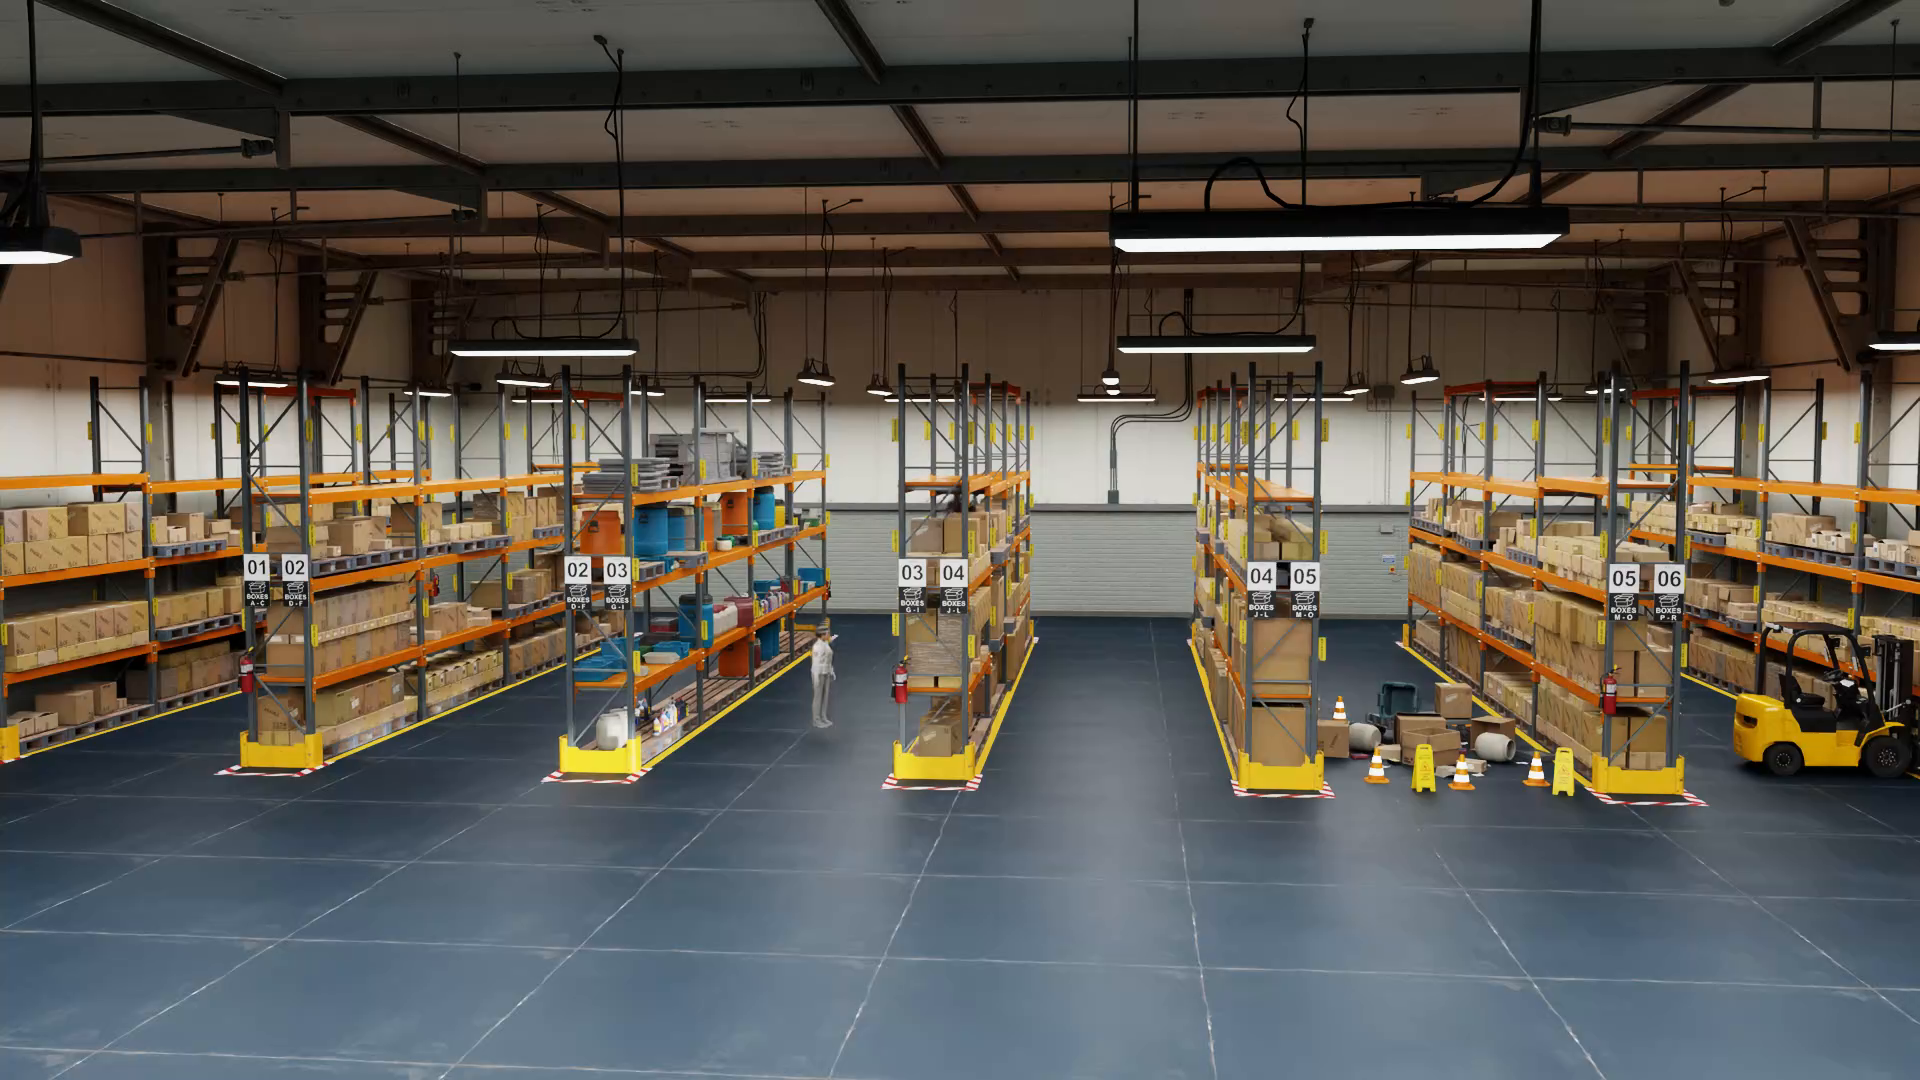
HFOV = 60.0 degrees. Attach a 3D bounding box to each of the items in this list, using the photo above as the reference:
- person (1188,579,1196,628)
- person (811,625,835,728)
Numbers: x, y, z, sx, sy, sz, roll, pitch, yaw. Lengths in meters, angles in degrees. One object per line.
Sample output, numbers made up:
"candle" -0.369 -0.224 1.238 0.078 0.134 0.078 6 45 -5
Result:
"person" 6.139 1.485 42.021 0.545 1.597 1.017 -2 4 -31
"person" -2.283 2.246 27.512 0.357 1.689 0.518 1 4 20
